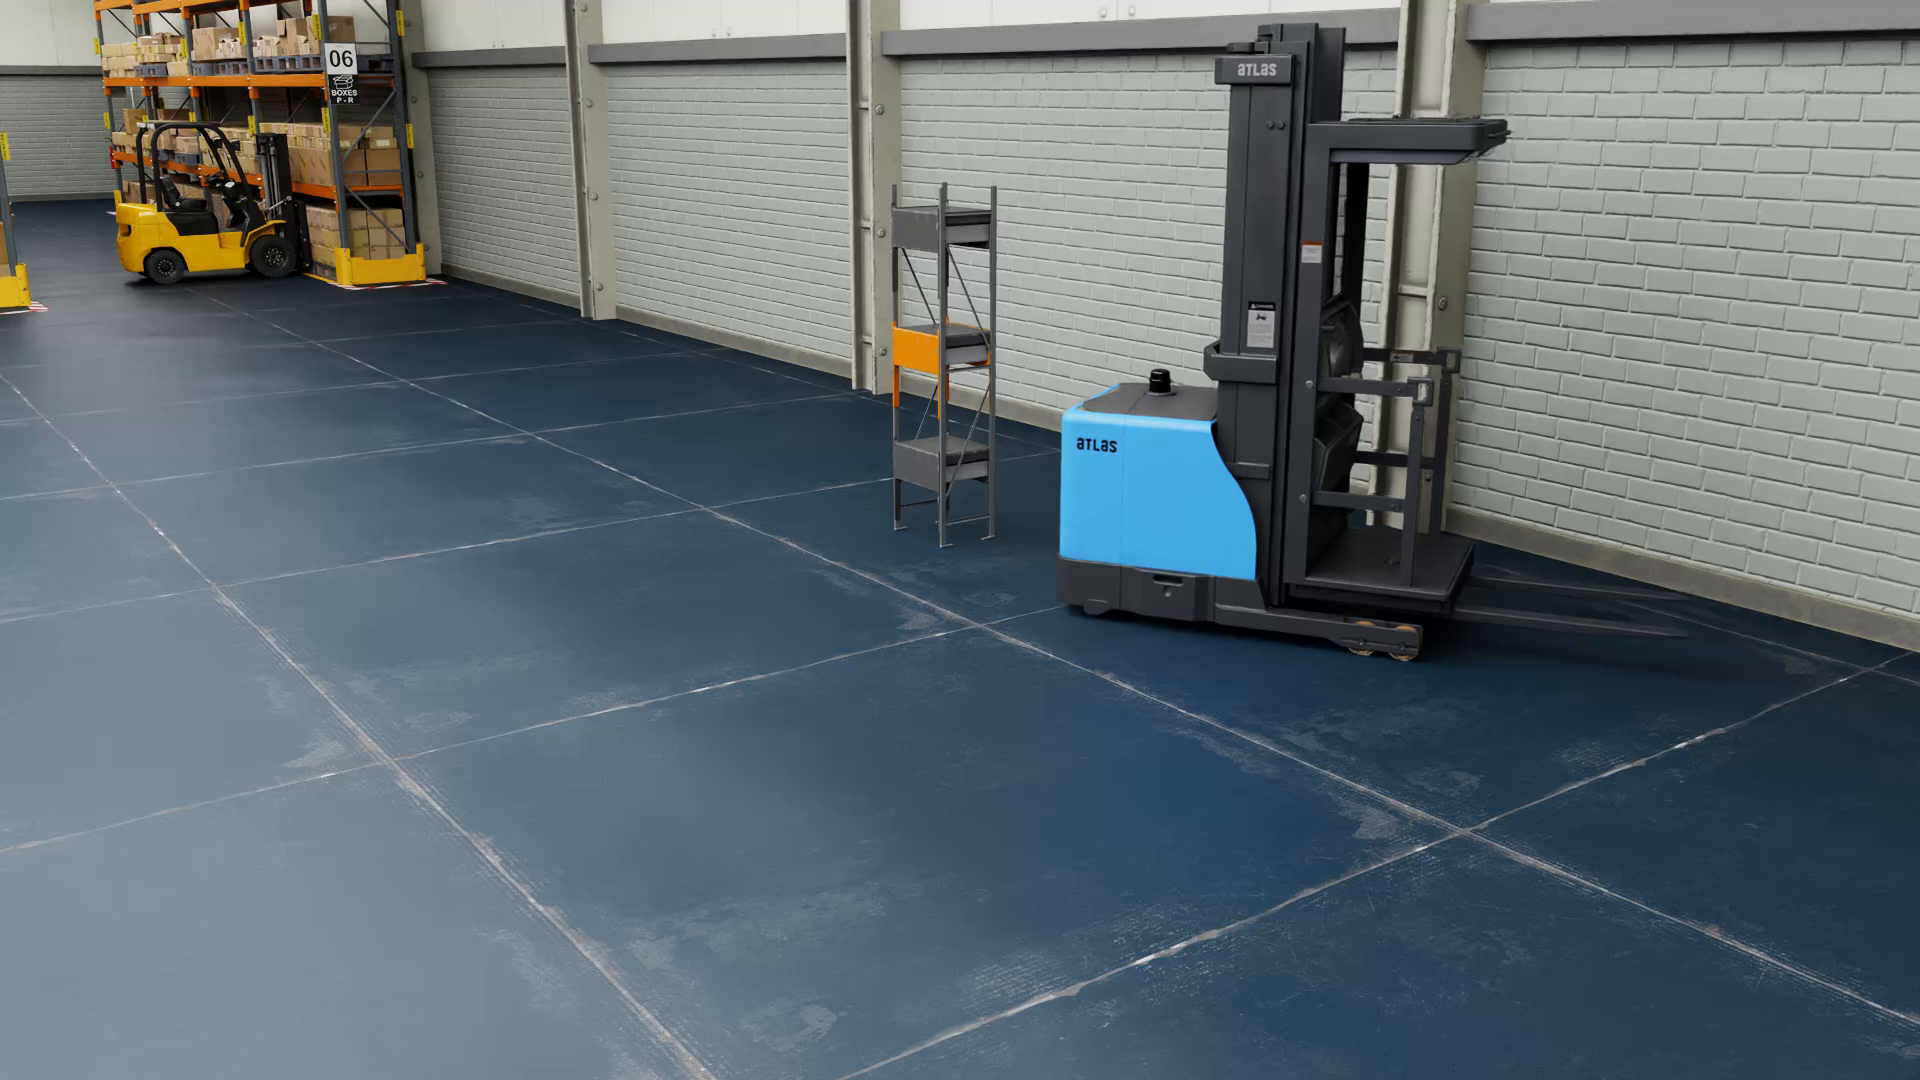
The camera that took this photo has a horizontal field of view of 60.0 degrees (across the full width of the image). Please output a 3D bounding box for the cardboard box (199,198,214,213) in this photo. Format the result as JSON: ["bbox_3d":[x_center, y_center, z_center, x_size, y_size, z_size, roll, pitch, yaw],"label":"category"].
[{"bbox_3d":[-13.244,-5.844,29.684,0.500,0.500,0.500,-10,18,-33],"label":"cardboard box"}]

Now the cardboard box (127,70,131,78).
[{"bbox_3d":[-16.344,-9.280,33.092,0.380,0.149,0.250,-11,19,-34],"label":"cardboard box"}]

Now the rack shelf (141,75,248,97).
[{"bbox_3d":[-13.998,-8.317,30.461,1.077,0.370,4.000,-11,19,-35],"label":"rack shelf"}]

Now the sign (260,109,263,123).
[{"bbox_3d":[-12.375,-7.435,29.366,0.100,0.325,0.005,-11,19,-35],"label":"sign"}]

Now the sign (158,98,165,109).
[{"bbox_3d":[-17.065,-9.291,35.548,0.100,0.325,0.005,-11,19,-35],"label":"sign"}]

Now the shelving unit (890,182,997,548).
[{"bbox_3d":[-0.097,-1.048,9.928,0.431,2.100,0.503,-11,19,-35],"label":"shelving unit"}]

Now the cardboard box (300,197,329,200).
[{"bbox_3d":[-10.024,-5.219,25.982,0.500,0.250,0.500,-10,18,-33],"label":"cardboard box"}]

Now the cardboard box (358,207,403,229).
[{"bbox_3d":[-8.248,-4.572,23.618,0.500,0.250,0.500,-11,19,-35],"label":"cardboard box"}]

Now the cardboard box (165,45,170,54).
[{"bbox_3d":[-14.026,-8.805,29.846,0.380,0.149,0.250,-11,19,-34],"label":"cardboard box"}]

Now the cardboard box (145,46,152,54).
[{"bbox_3d":[-14.851,-9.074,30.794,0.380,0.149,0.250,-11,19,-35],"label":"cardboard box"}]

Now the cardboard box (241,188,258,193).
[{"bbox_3d":[-12.877,-6.259,29.974,0.380,0.149,0.250,-10,18,-32],"label":"cardboard box"}]

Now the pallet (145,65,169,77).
[{"bbox_3d":[-14.235,-8.629,30.595,1.213,0.211,1.003,-11,19,-35],"label":"pallet"}]

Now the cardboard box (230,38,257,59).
[{"bbox_3d":[-11.093,-7.707,26.054,0.500,0.311,0.500,-12,19,-36],"label":"cardboard box"}]

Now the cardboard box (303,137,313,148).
[{"bbox_3d":[-9.158,-5.692,23.774,0.380,0.149,0.250,-12,19,-36],"label":"cardboard box"}]

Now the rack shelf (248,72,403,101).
[{"bbox_3d":[-9.294,-6.608,24.219,1.077,0.370,4.000,-11,19,-35],"label":"rack shelf"}]

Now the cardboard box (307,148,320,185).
[{"bbox_3d":[-8.917,-5.306,23.592,0.500,0.500,0.500,-10,18,-33],"label":"cardboard box"}]

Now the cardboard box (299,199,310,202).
[{"bbox_3d":[-10.147,-5.031,25.296,0.500,0.250,0.500,-11,19,-34],"label":"cardboard box"}]

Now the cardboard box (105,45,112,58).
[{"bbox_3d":[-17.184,-10.012,34.065,0.500,0.250,0.500,-11,19,-35],"label":"cardboard box"}]

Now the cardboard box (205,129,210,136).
[{"bbox_3d":[-12.715,-6.980,28.479,0.380,0.149,0.250,-10,18,-33],"label":"cardboard box"}]

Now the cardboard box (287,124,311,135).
[{"bbox_3d":[-9.701,-6.063,24.566,0.380,0.149,0.250,-11,19,-35],"label":"cardboard box"}]

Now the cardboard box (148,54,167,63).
[{"bbox_3d":[-14.717,-8.877,30.636,0.380,0.149,0.250,-11,19,-35],"label":"cardboard box"}]

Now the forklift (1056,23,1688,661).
[{"bbox_3d":[2.068,-0.994,8.157,3.031,2.935,1.130,6,17,22],"label":"forklift"}]

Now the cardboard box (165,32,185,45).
[{"bbox_3d":[-14.756,-9.458,31.410,0.396,0.266,0.258,-11,19,-35],"label":"cardboard box"}]

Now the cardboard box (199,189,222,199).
[{"bbox_3d":[-13.317,-6.166,29.632,0.380,0.149,0.250,-12,19,-37],"label":"cardboard box"}]

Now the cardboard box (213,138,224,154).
[{"bbox_3d":[-12.172,-6.604,27.861,0.500,0.250,0.500,-11,19,-36],"label":"cardboard box"}]

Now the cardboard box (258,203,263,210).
[{"bbox_3d":[-10.786,-5.102,26.739,0.875,0.625,0.625,-10,18,-32],"label":"cardboard box"}]

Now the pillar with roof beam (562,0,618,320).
[{"bbox_3d":[-7.753,-6.314,16.100,9.100,9.000,0.400,-11,19,-35],"label":"pillar with roof beam"}]

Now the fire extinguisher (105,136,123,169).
[{"bbox_3d":[-17.986,-8.241,35.355,0.296,0.674,0.183,-11,19,-35],"label":"fire extinguisher"}]

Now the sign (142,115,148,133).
[{"bbox_3d":[-15.608,-7.976,31.894,0.100,0.325,0.005,-11,19,-35],"label":"sign"}]

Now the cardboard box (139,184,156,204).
[{"bbox_3d":[-16.161,-6.939,33.688,0.700,0.500,0.500,-12,19,-37],"label":"cardboard box"}]

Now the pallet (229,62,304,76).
[{"bbox_3d":[-10.999,-7.476,26.391,0.805,0.209,1.217,-12,19,-37],"label":"pallet"}]

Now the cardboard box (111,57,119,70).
[{"bbox_3d":[-16.880,-9.662,33.735,0.500,0.250,0.500,-12,19,-36],"label":"cardboard box"}]

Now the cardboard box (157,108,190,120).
[{"bbox_3d":[-15.834,-8.436,33.516,0.500,0.500,0.500,-11,19,-36],"label":"cardboard box"}]

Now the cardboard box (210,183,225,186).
[{"bbox_3d":[-13.929,-6.650,31.402,0.380,0.149,0.250,-11,19,-34],"label":"cardboard box"}]

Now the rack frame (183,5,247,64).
[{"bbox_3d":[-12.822,-9.683,28.410,1.000,3.000,0.127,-11,19,-35],"label":"rack frame"}]

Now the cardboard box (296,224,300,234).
[{"bbox_3d":[-9.555,-4.577,24.585,0.500,0.250,0.500,-11,19,-35],"label":"cardboard box"}]

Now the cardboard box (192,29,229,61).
[{"bbox_3d":[-12.593,-8.343,28.020,0.500,0.500,0.500,-11,19,-34],"label":"cardboard box"}]

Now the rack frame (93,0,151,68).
[{"bbox_3d":[-17.526,-11.392,34.651,1.000,3.000,0.127,-11,19,-35],"label":"rack frame"}]

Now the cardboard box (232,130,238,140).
[{"bbox_3d":[-11.626,-6.603,27.103,0.380,0.149,0.250,-11,19,-34],"label":"cardboard box"}]

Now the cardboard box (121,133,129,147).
[{"bbox_3d":[-16.880,-8.215,34.130,0.500,0.250,0.500,-11,19,-36],"label":"cardboard box"}]

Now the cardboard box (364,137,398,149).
[{"bbox_3d":[-8.108,-5.555,23.273,0.380,0.149,0.250,-11,19,-36],"label":"cardboard box"}]

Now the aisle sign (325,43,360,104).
[{"bbox_3d":[-8.317,-6.276,22.399,0.394,0.787,0.004,-11,19,-35],"label":"aisle sign"}]

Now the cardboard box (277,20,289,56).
[{"bbox_3d":[-9.410,-7.251,24.023,0.797,0.503,0.637,-10,18,-33],"label":"cardboard box"}]

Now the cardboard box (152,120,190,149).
[{"bbox_3d":[-14.766,-7.646,31.345,0.700,0.500,0.500,-11,19,-34],"label":"cardboard box"}]

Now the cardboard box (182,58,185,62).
[{"bbox_3d":[-13.496,-8.513,29.346,0.380,0.149,0.250,-10,18,-33],"label":"cardboard box"}]

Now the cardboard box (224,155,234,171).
[{"bbox_3d":[-11.855,-6.257,27.538,0.500,0.250,0.500,-10,18,-33],"label":"cardboard box"}]

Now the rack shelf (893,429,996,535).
[{"bbox_3d":[-0.097,-0.360,10.116,0.431,0.518,0.480,-11,19,-35],"label":"rack shelf"}]

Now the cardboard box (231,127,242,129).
[{"bbox_3d":[-12.467,-7.113,28.964,0.380,0.149,0.250,-10,18,-33],"label":"cardboard box"}]

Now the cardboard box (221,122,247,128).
[{"bbox_3d":[-12.998,-7.175,29.623,0.500,0.500,0.500,-10,18,-32],"label":"cardboard box"}]

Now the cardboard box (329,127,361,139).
[{"bbox_3d":[-8.499,-5.630,22.982,0.380,0.149,0.250,-11,19,-34],"label":"cardboard box"}]
